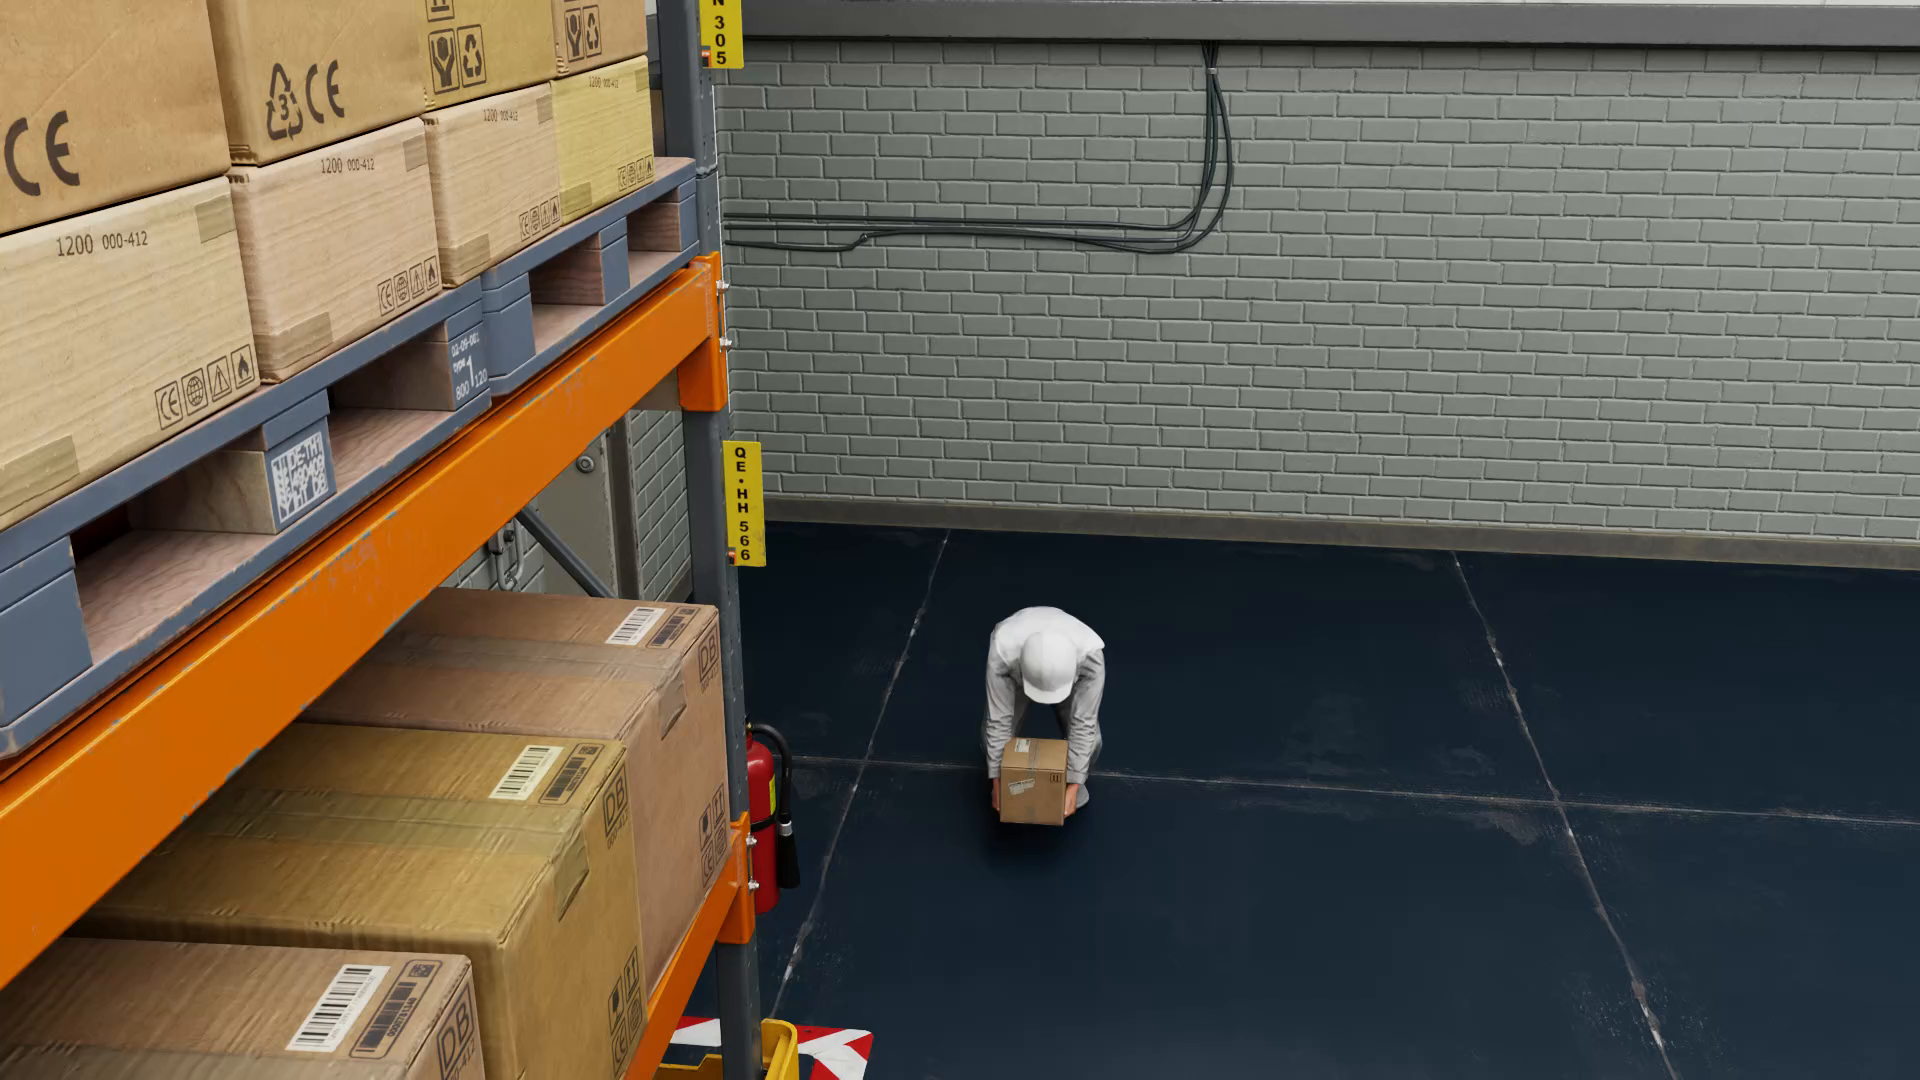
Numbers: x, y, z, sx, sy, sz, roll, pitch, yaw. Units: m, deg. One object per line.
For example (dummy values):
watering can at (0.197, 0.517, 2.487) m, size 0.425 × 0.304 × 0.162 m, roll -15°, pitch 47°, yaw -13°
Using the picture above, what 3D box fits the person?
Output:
person at (0.338, 0.685, 6.858) m, size 0.508 × 0.996 × 0.935 m, roll 2°, pitch 21°, yaw 5°
